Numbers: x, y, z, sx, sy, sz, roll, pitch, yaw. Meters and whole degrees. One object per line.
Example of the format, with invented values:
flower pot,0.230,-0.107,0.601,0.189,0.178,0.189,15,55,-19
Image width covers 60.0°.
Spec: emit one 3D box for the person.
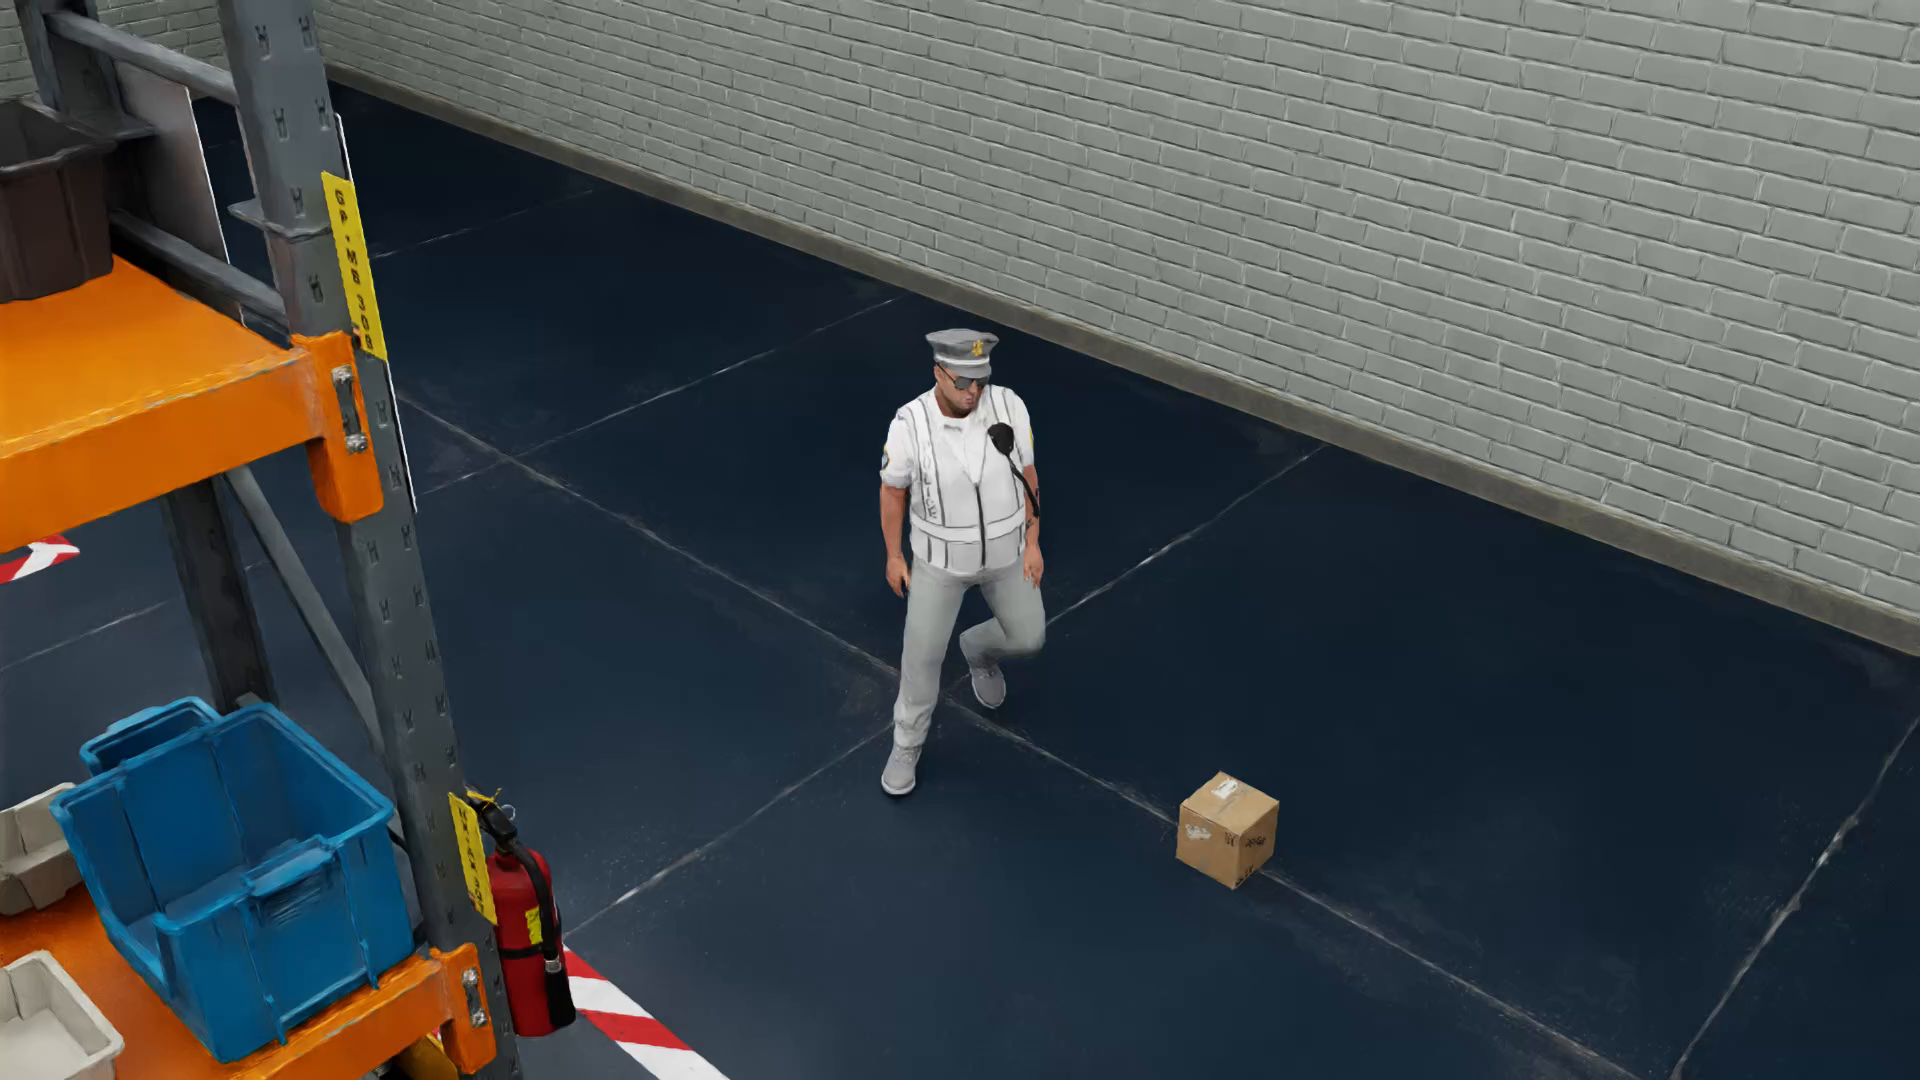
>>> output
person,-0.040,0.021,6.058,0.658,1.751,0.621,-9,32,-14
